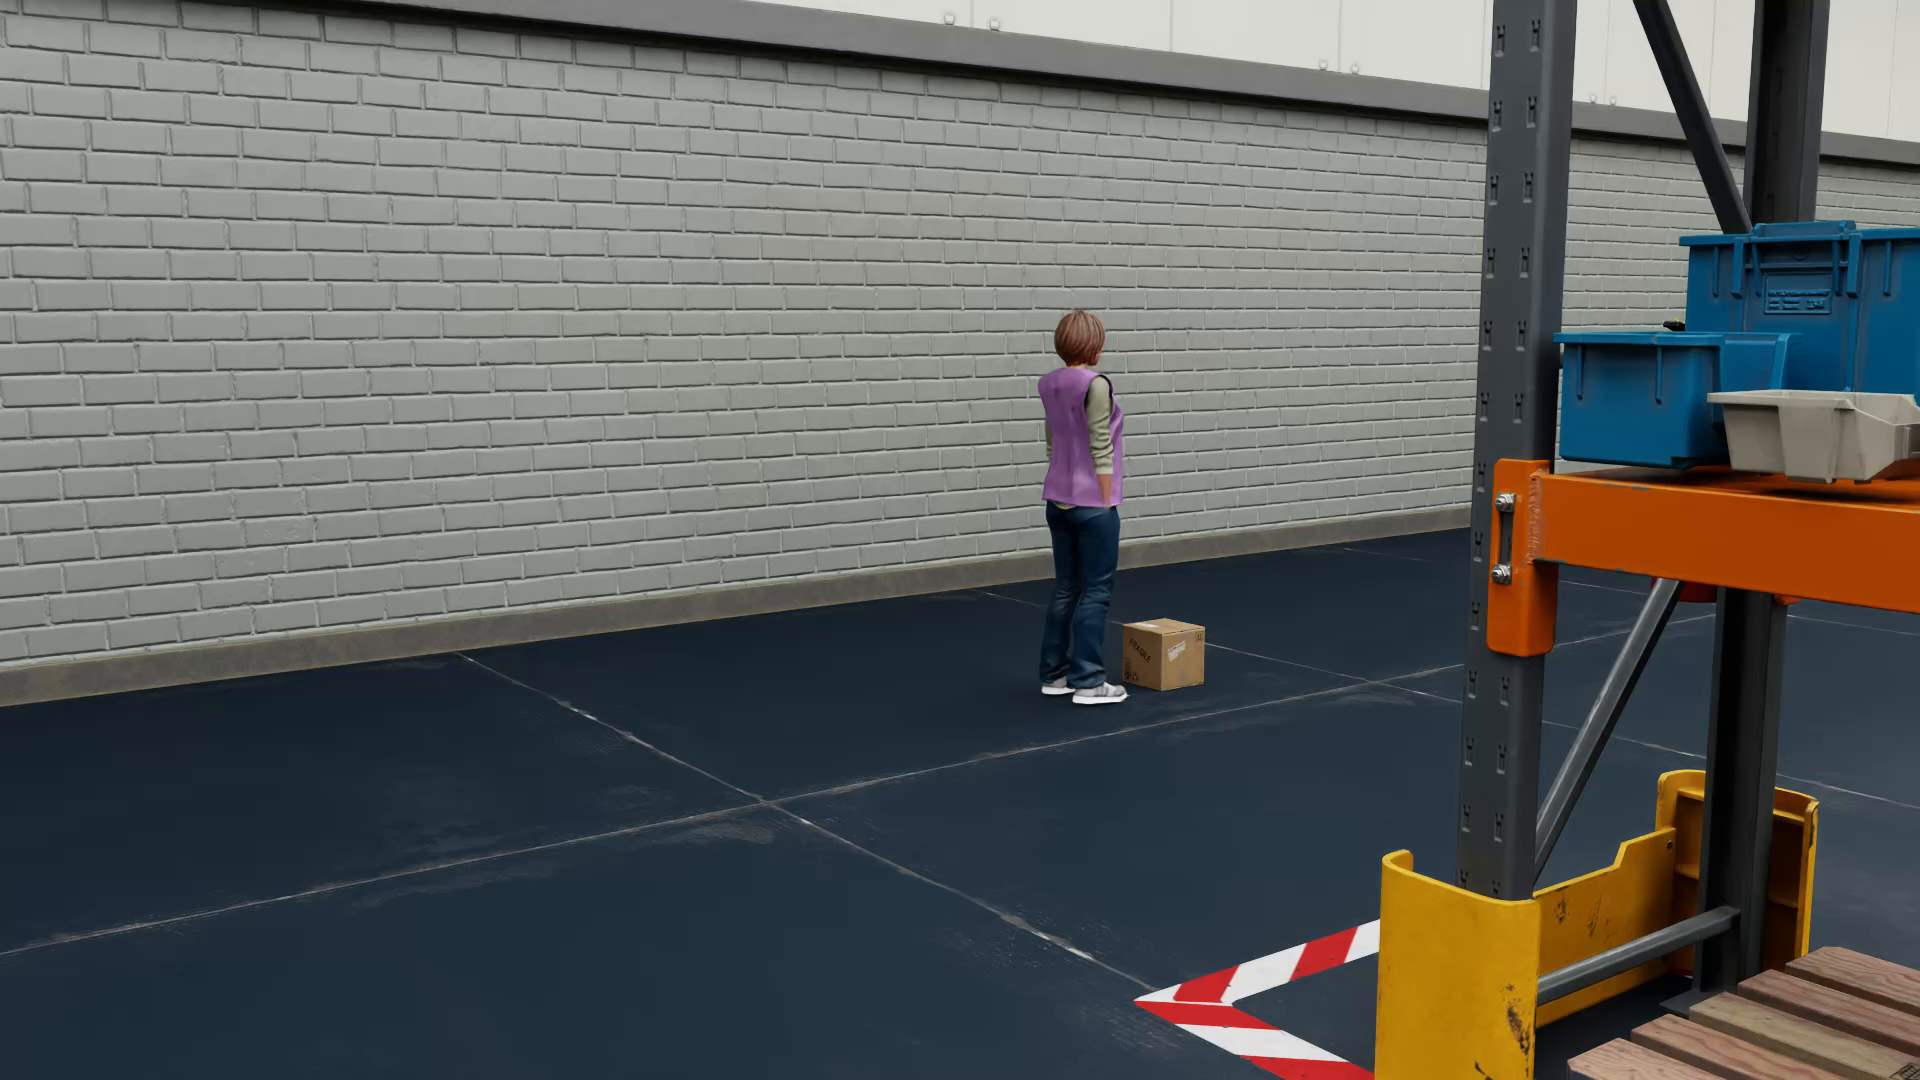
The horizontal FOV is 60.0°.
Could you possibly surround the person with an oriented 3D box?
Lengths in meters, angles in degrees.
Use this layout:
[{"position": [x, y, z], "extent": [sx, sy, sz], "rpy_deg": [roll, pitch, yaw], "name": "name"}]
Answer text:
[{"position": [0.494, -0.021, 6.828], "extent": [0.300, 1.371, 0.406], "rpy_deg": [-6, 10, -35], "name": "person"}]
